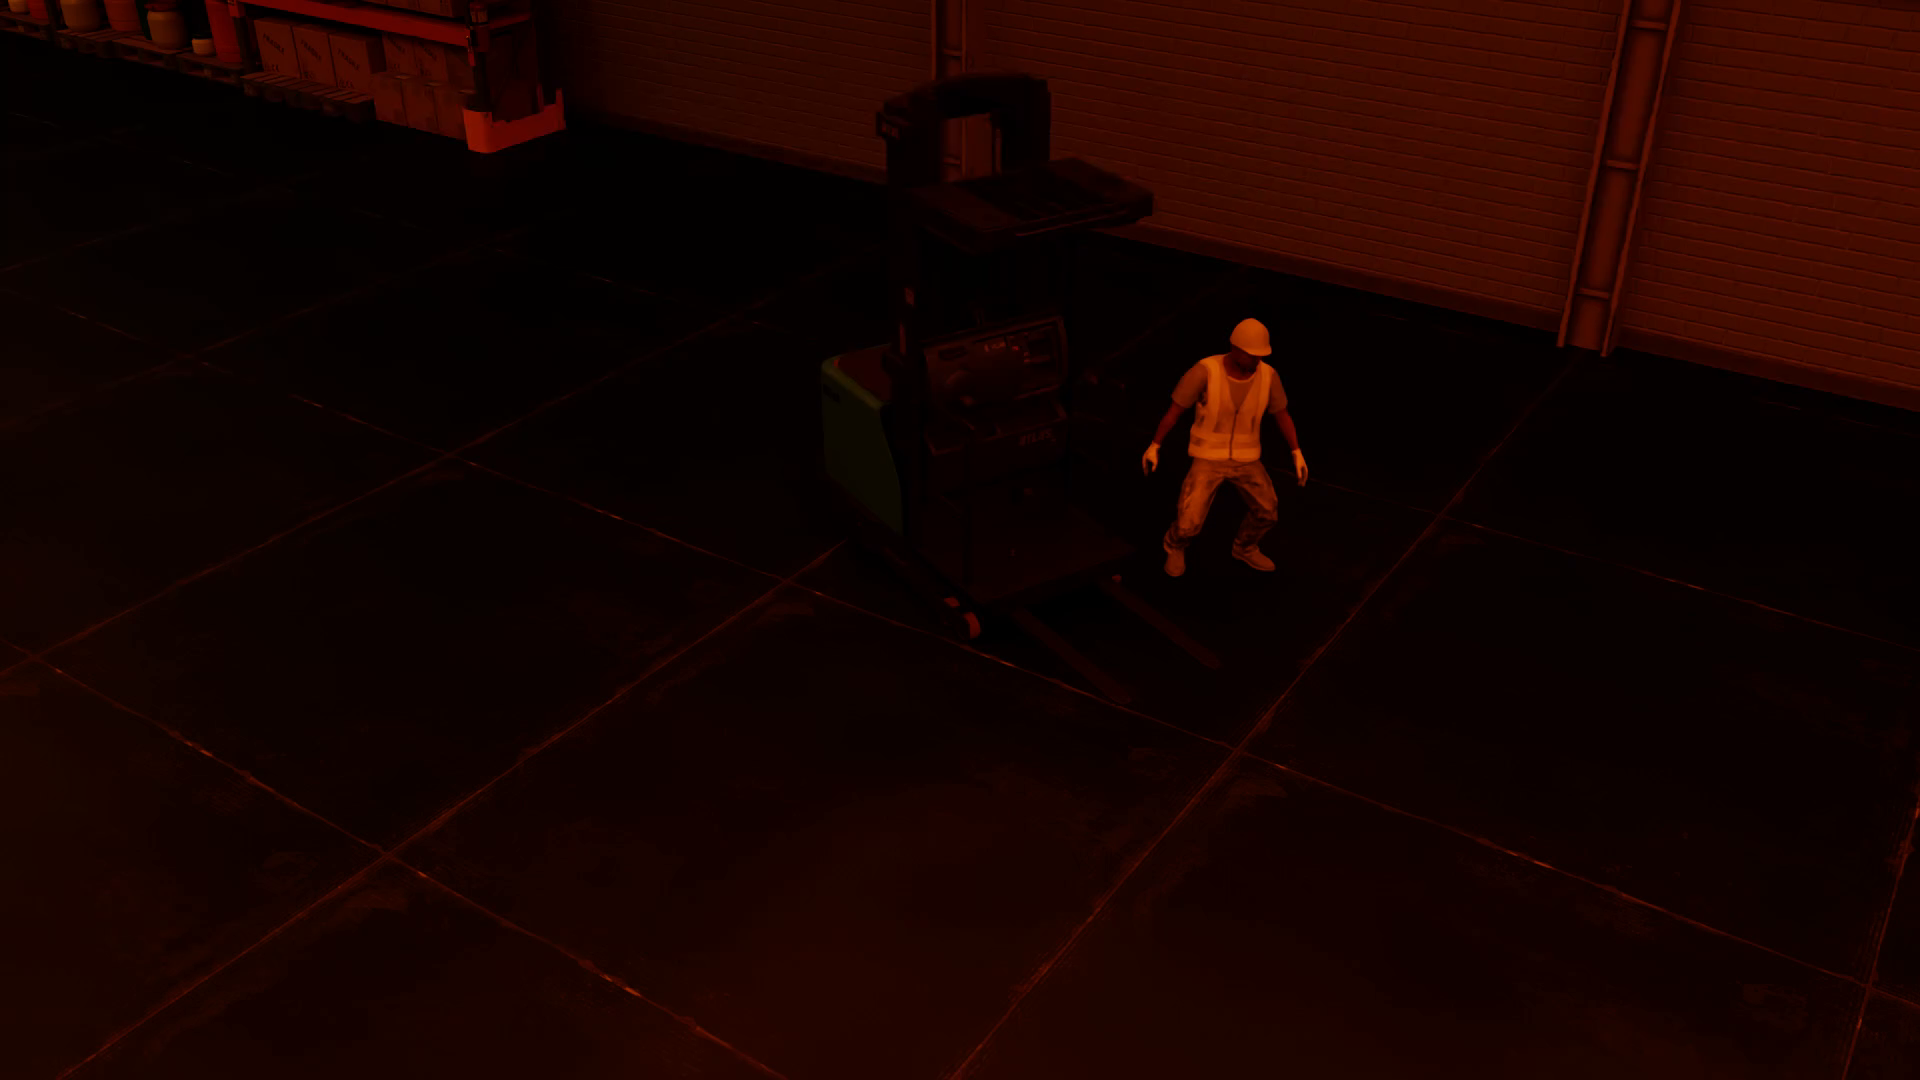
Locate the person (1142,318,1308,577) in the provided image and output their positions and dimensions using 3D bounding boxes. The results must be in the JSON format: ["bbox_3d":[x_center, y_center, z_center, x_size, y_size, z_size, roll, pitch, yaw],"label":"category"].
[{"bbox_3d":[1.545,-0.500,9.680,0.951,1.686,0.541,-3,30,-5],"label":"person"}]

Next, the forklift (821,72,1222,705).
[{"bbox_3d":[0.324,-0.959,9.232,1.130,2.935,3.031,-17,34,-27],"label":"forklift"}]
